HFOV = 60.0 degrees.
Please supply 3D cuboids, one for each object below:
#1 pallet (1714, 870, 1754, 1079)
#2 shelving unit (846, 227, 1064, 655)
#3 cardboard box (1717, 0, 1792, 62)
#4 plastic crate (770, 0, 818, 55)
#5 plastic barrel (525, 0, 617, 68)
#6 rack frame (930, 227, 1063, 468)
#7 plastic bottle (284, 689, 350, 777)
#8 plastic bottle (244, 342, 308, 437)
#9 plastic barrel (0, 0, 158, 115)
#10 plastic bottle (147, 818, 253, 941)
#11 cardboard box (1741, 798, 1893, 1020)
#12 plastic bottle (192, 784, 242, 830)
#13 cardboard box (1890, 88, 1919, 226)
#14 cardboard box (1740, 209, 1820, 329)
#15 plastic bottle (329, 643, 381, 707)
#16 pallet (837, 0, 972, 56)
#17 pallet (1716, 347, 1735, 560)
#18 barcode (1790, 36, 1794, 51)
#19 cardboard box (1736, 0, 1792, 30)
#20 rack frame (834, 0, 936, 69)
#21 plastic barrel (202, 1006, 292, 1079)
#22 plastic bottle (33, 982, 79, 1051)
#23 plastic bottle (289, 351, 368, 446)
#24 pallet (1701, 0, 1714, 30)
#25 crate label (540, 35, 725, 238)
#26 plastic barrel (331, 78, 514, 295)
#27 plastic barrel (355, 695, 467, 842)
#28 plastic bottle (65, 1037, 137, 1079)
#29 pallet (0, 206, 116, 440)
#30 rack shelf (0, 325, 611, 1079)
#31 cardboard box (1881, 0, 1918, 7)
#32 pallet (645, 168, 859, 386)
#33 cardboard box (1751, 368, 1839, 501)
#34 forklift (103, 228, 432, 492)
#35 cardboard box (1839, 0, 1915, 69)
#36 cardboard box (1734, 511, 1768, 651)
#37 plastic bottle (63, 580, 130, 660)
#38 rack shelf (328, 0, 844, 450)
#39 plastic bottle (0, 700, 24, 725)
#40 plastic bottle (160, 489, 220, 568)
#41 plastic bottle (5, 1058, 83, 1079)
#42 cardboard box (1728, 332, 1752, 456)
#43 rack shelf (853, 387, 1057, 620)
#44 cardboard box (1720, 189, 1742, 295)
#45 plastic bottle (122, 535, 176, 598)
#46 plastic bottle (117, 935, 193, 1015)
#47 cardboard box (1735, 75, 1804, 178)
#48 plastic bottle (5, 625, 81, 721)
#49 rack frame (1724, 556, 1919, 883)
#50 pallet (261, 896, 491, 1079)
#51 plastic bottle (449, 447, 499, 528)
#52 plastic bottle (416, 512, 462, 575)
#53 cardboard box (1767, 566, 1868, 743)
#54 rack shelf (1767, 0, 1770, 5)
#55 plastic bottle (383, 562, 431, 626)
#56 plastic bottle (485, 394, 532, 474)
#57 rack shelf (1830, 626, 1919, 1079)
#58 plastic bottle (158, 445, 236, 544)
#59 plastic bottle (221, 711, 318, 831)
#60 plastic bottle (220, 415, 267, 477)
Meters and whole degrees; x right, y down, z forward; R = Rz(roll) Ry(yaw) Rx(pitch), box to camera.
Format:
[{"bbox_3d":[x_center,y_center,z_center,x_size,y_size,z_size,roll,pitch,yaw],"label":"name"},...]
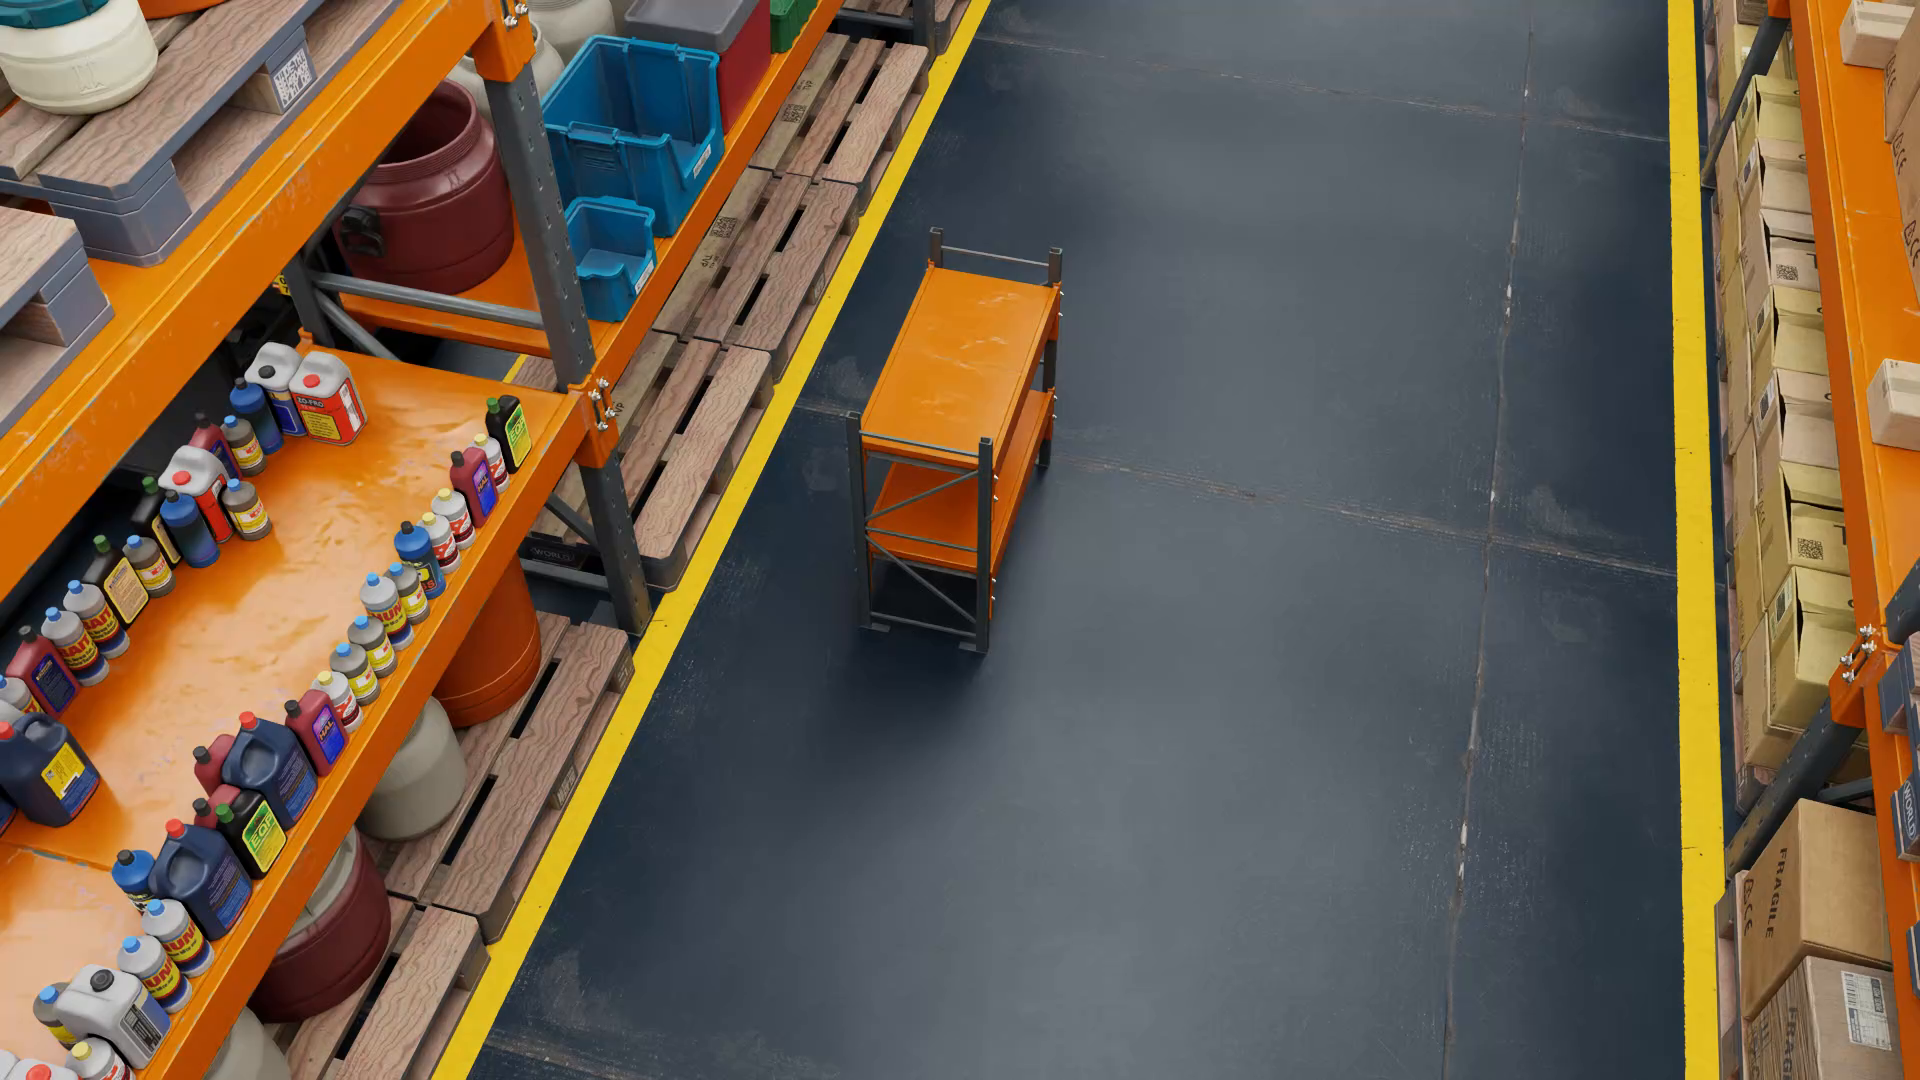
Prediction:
[{"bbox_3d":[2.863,1.676,5.049,1.003,0.211,1.213,12,50,10],"label":"pallet"},{"bbox_3d":[-0.002,-0.367,6.243,0.538,1.125,1.048,12,50,10],"label":"shelving unit"},{"bbox_3d":[4.201,-2.640,8.552,0.500,0.250,0.500,12,50,10],"label":"cardboard box"},{"bbox_3d":[-0.815,-2.267,6.811,0.450,0.188,0.662,12,50,10],"label":"plastic crate"},{"bbox_3d":[-1.506,-1.887,6.259,0.421,0.512,0.421,0,49,0],"label":"plastic barrel"},{"bbox_3d":[0.132,-0.735,6.567,0.500,1.125,0.032,12,50,10],"label":"rack frame"},{"bbox_3d":[-1.677,0.483,4.320,0.061,0.283,0.133,12,50,10],"label":"plastic bottle"},{"bbox_3d":[-2.107,-0.469,5.165,0.152,0.276,0.135,12,50,10],"label":"plastic bottle"},{"bbox_3d":[-1.822,-1.041,3.398,0.301,0.262,0.301,0,49,0],"label":"plastic barrel"},{"bbox_3d":[-1.843,0.797,3.997,0.144,0.351,0.185,12,50,10],"label":"plastic bottle"},{"bbox_3d":[2.701,1.175,5.005,0.500,0.500,0.500,13,50,12],"label":"cardboard box"},{"bbox_3d":[-1.820,0.701,4.128,0.061,0.283,0.133,12,50,10],"label":"plastic bottle"},{"bbox_3d":[3.661,-1.410,5.846,0.500,0.500,0.500,12,50,10],"label":"cardboard box"},{"bbox_3d":[3.528,-1.102,6.820,0.500,0.311,0.500,10,49,9],"label":"cardboard box"},{"bbox_3d":[-1.639,0.352,4.490,0.097,0.201,0.097,0,49,0],"label":"plastic bottle"},{"bbox_3d":[-0.412,-3.208,9.359,1.003,0.211,1.213,12,50,10],"label":"pallet"},{"bbox_3d":[3.674,-0.324,6.814,1.003,0.211,1.213,12,50,10],"label":"pallet"},{"bbox_3d":[3.680,-2.206,7.349,0.001,0.075,0.075,12,50,10],"label":"barcode"},{"bbox_3d":[4.203,-2.888,8.271,0.500,0.500,0.500,12,50,10],"label":"cardboard box"},{"bbox_3d":[-0.629,-3.653,7.892,1.000,3.000,0.127,12,50,10],"label":"rack frame"},{"bbox_3d":[-2.153,1.525,4.702,0.421,0.512,0.421,0,49,0],"label":"plastic barrel"},{"bbox_3d":[-2.065,1.091,3.838,0.097,0.201,0.097,0,49,0],"label":"plastic bottle"},{"bbox_3d":[-1.960,-0.439,5.139,0.152,0.276,0.135,12,50,10],"label":"plastic bottle"},{"bbox_3d":[4.718,-3.202,9.354,1.003,0.211,1.213,12,50,10],"label":"pallet"},{"bbox_3d":[-1.159,-1.436,5.912,0.502,0.435,0.616,12,50,10],"label":"crate label"},{"bbox_3d":[-1.851,-1.200,5.637,0.600,0.536,0.708,12,50,10],"label":"plastic barrel"},{"bbox_3d":[-1.856,0.708,5.423,0.421,0.512,0.421,0,49,0],"label":"plastic barrel"},{"bbox_3d":[-1.944,1.192,3.749,0.097,0.201,0.097,0,49,0],"label":"plastic bottle"},{"bbox_3d":[-2.326,-0.204,2.973,1.003,0.211,1.213,12,50,10],"label":"pallet"},{"bbox_3d":[-2.208,0.925,4.331,1.077,0.370,4.000,12,50,10],"label":"rack shelf"},{"bbox_3d":[4.062,-2.258,6.761,0.500,0.250,0.500,14,50,12],"label":"cardboard box"},{"bbox_3d":[-1.117,-1.269,7.648,1.003,0.211,1.213,12,50,10],"label":"pallet"},{"bbox_3d":[3.263,-0.363,6.169,0.500,0.311,0.500,11,50,10],"label":"cardboard box"},{"bbox_3d":[-3.100,-1.353,5.908,1.130,2.935,3.031,12,50,10],"label":"forklift"},{"bbox_3d":[3.719,-1.989,6.591,0.380,0.149,0.250,12,50,10],"label":"cardboard box"},{"bbox_3d":[3.132,0.189,6.055,0.500,0.250,0.500,11,49,10],"label":"cardboard box"},{"bbox_3d":[-2.382,0.209,4.570,0.097,0.271,0.097,0,49,0],"label":"plastic bottle"},{"bbox_3d":[-1.155,-1.968,6.885,1.077,0.370,4.000,12,50,10],"label":"rack shelf"},{"bbox_3d":[-2.472,0.534,4.280,0.152,0.276,0.135,12,50,10],"label":"plastic bottle"},{"bbox_3d":[-2.227,-0.043,4.792,0.097,0.271,0.097,0,49,0],"label":"plastic bottle"},{"bbox_3d":[-2.001,1.245,3.652,0.152,0.276,0.135,12,50,10],"label":"plastic bottle"},{"bbox_3d":[3.400,-0.546,6.704,0.500,0.250,0.500,12,50,11],"label":"cardboard box"},{"bbox_3d":[-0.002,-0.206,6.426,0.538,0.278,1.000,12,50,10],"label":"rack shelf"},{"bbox_3d":[3.668,-1.289,7.360,0.500,0.250,0.500,13,50,11],"label":"cardboard box"},{"bbox_3d":[-2.321,0.065,4.743,0.097,0.201,0.097,0,49,0],"label":"plastic bottle"},{"bbox_3d":[-1.883,1.001,3.871,0.097,0.271,0.097,0,49,0],"label":"plastic bottle"},{"bbox_3d":[3.800,-1.837,7.470,0.500,0.311,0.500,12,50,10],"label":"cardboard box"},{"bbox_3d":[-2.455,0.355,4.433,0.061,0.283,0.133,12,50,10],"label":"plastic bottle"},{"bbox_3d":[3.096,0.221,4.473,1.000,3.000,0.127,12,50,10],"label":"rack frame"},{"bbox_3d":[-2.172,1.621,5.097,1.003,0.211,1.213,12,50,10],"label":"pallet"},{"bbox_3d":[-1.437,-0.177,4.902,0.061,0.283,0.133,12,50,10],"label":"plastic bottle"},{"bbox_3d":[-1.511,0.000,4.801,0.097,0.201,0.097,0,49,0],"label":"plastic bottle"},{"bbox_3d":[2.997,0.379,5.514,0.500,0.311,0.500,13,50,11],"label":"cardboard box"},{"bbox_3d":[4.676,-3.881,8.573,1.077,0.370,4.000,12,50,10],"label":"rack shelf"},{"bbox_3d":[-1.562,0.141,4.676,0.097,0.201,0.097,0,49,0],"label":"plastic bottle"},{"bbox_3d":[-1.376,-0.344,5.050,0.061,0.283,0.133,12,50,10],"label":"plastic bottle"},{"bbox_3d":[2.570,1.905,3.466,1.077,0.370,4.000,12,50,10],"label":"rack shelf"},{"bbox_3d":[-2.229,-0.135,4.870,0.152,0.276,0.135,12,50,10],"label":"plastic bottle"},{"bbox_3d":[-1.759,0.567,4.200,0.144,0.351,0.185,12,50,10],"label":"plastic bottle"},{"bbox_3d":[-2.190,-0.296,5.062,0.097,0.201,0.097,0,49,0],"label":"plastic bottle"}]
